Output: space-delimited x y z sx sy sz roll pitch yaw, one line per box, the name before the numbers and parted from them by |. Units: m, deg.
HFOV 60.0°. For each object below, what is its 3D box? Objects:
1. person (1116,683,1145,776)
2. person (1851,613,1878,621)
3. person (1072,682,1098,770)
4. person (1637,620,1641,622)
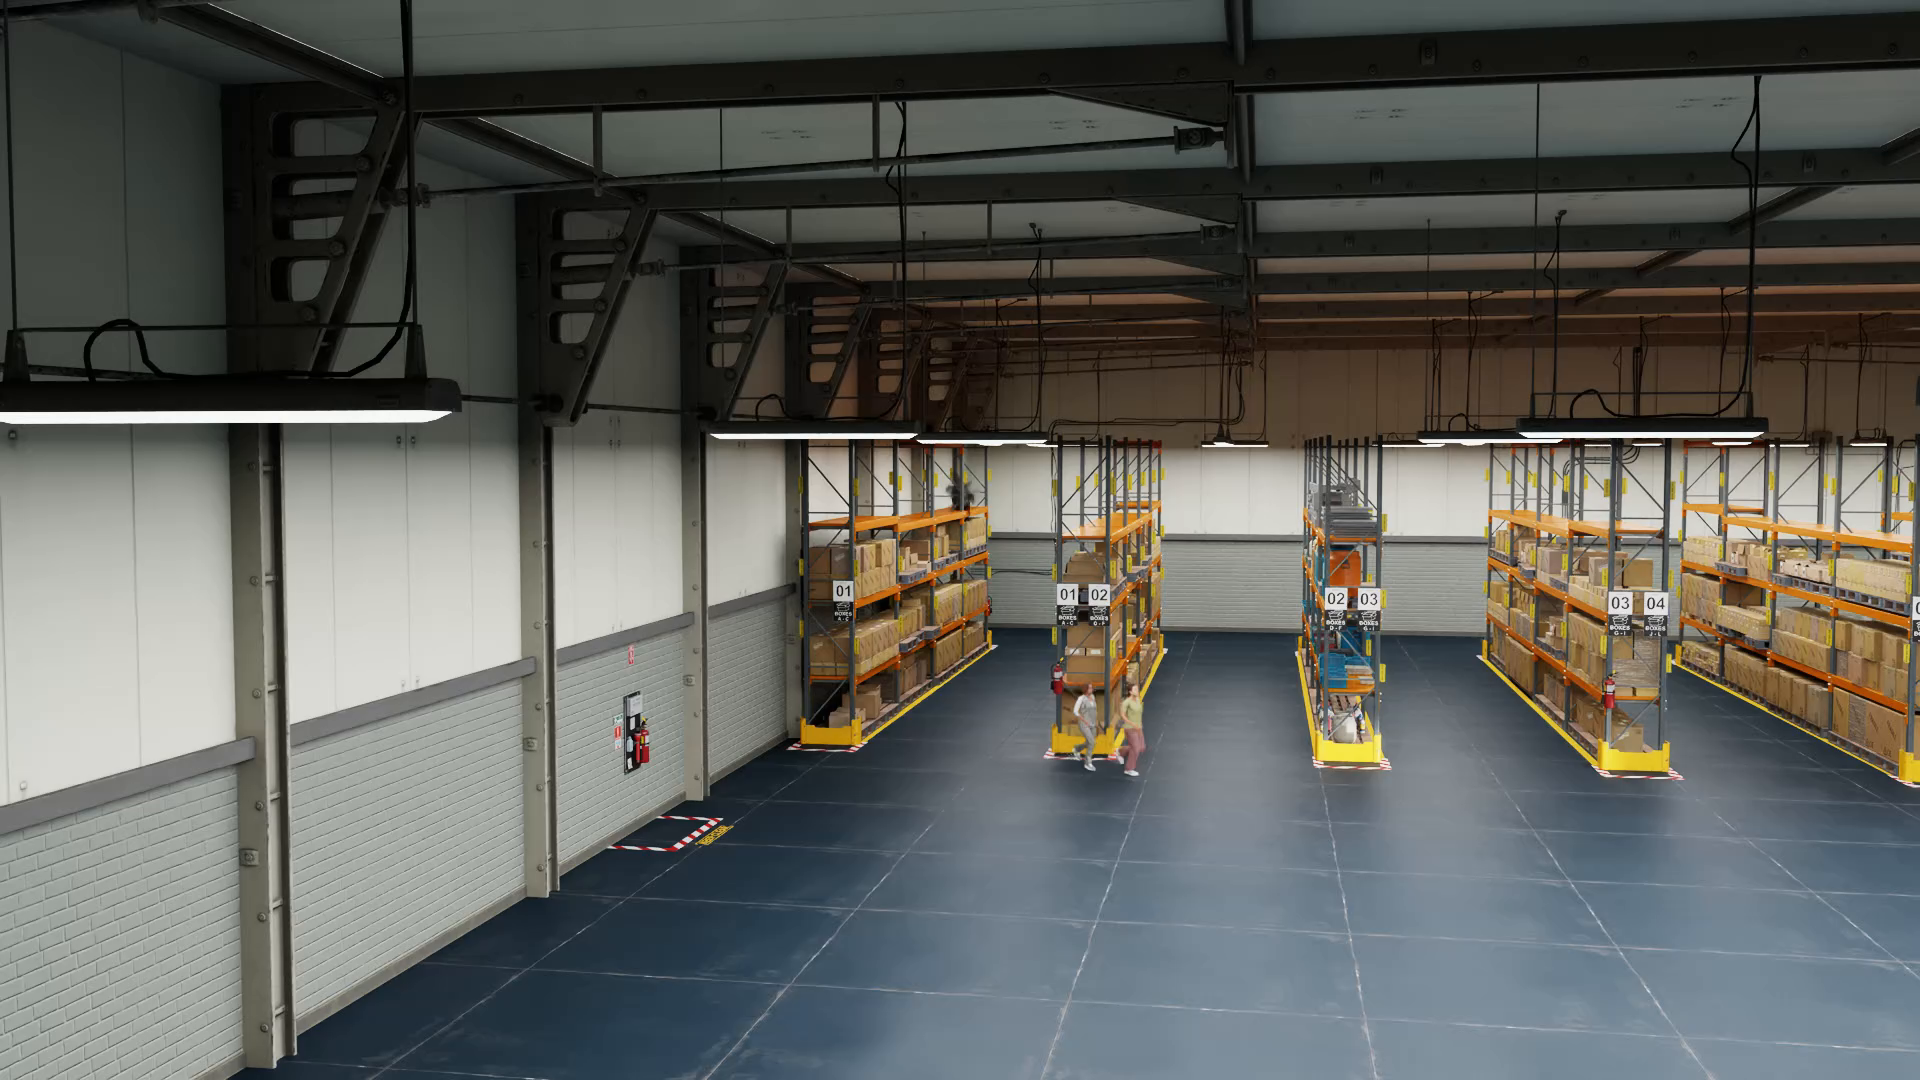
person | 3.000 3.325 29.354 0.613 1.632 0.593 3 4 42
person | 24.507 2.404 45.013 0.712 1.818 0.671 1 3 18
person | 2.219 3.331 29.915 0.608 1.567 0.558 3 4 45
person | 18.112 2.506 45.034 0.655 1.579 0.793 2 4 38
